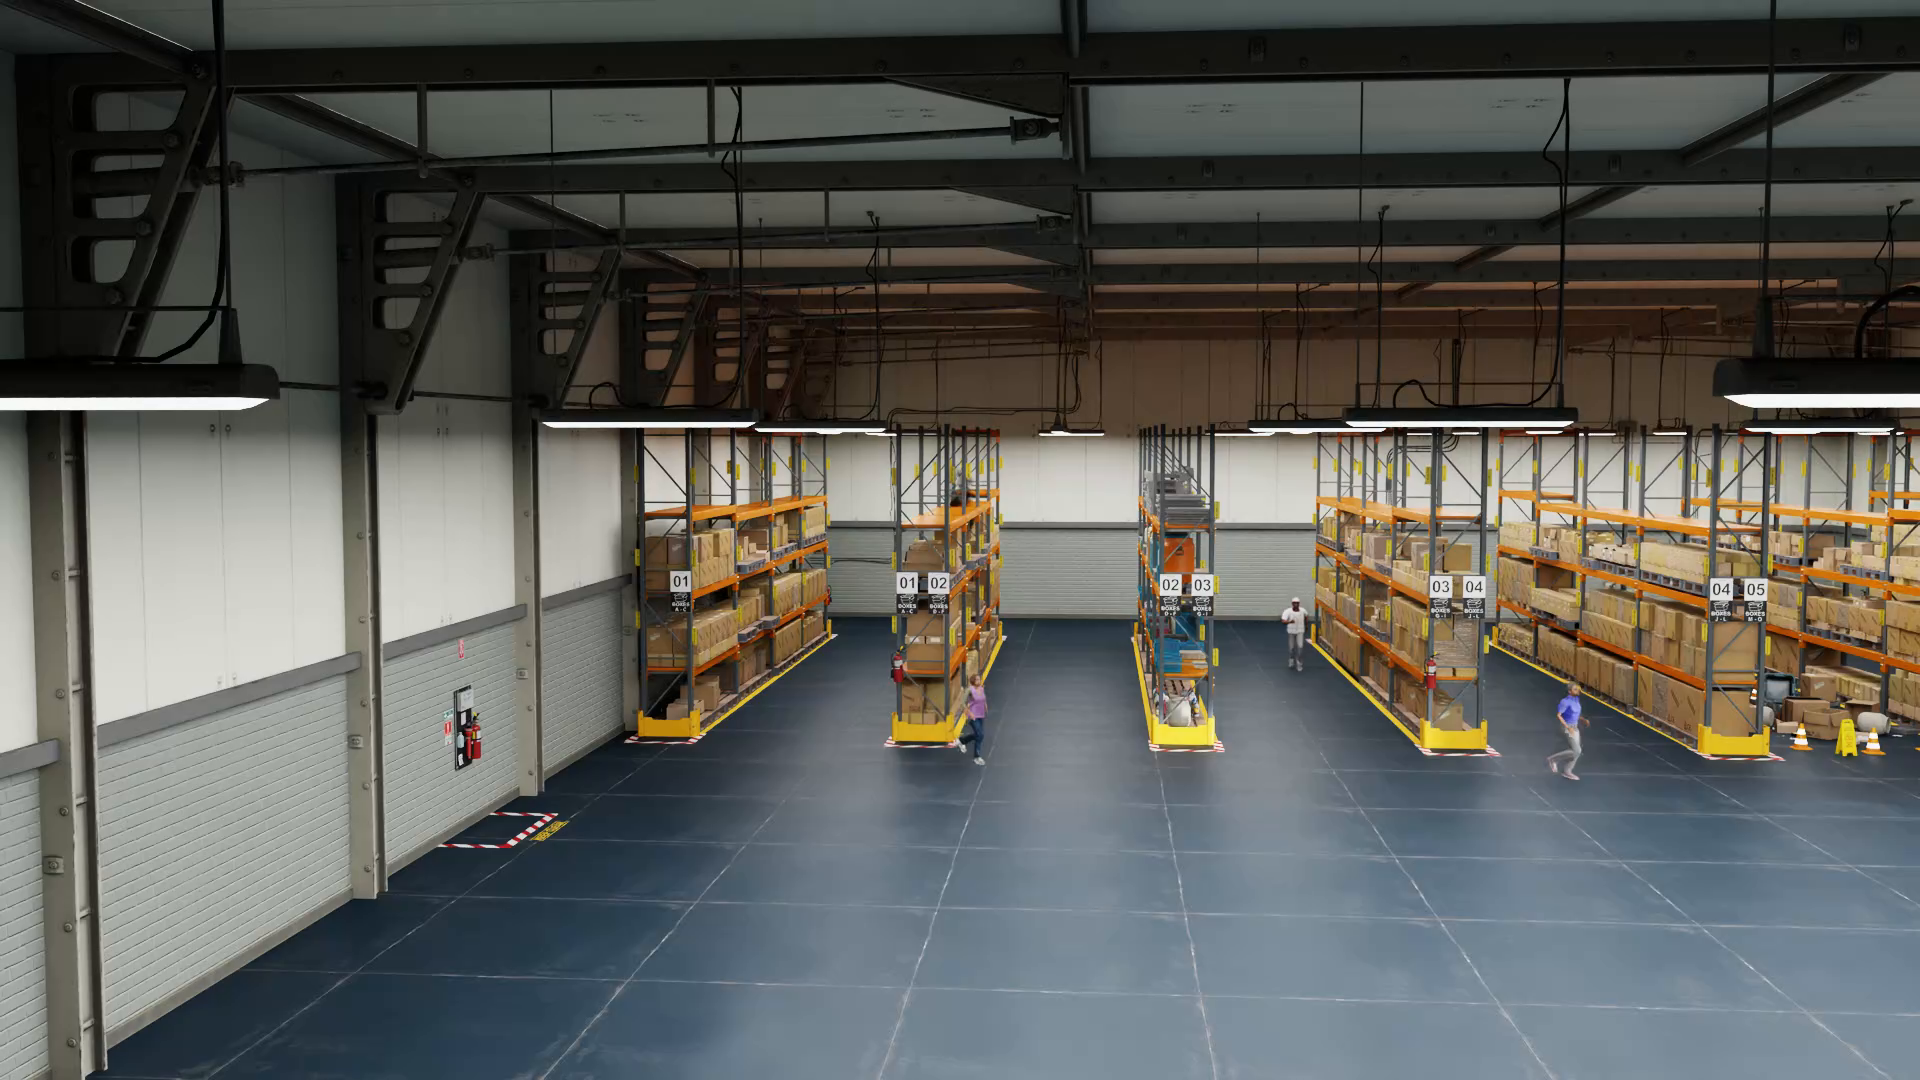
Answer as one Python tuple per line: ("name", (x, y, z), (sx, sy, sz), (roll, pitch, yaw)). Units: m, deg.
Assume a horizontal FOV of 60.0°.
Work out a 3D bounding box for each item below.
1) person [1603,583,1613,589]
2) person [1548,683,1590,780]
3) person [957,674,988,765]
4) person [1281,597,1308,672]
("person", (18.462, 2.039, 47.375), (0.612, 1.629, 0.633), (1, 4, 16))
("person", (10.294, 3.221, 28.060), (0.595, 1.616, 0.571), (3, 5, 42))
("person", (0.208, 3.146, 29.447), (0.700, 1.599, 0.539), (3, 5, 44))
("person", (8.302, 2.330, 41.212), (0.689, 1.840, 0.810), (0, 3, 5))
